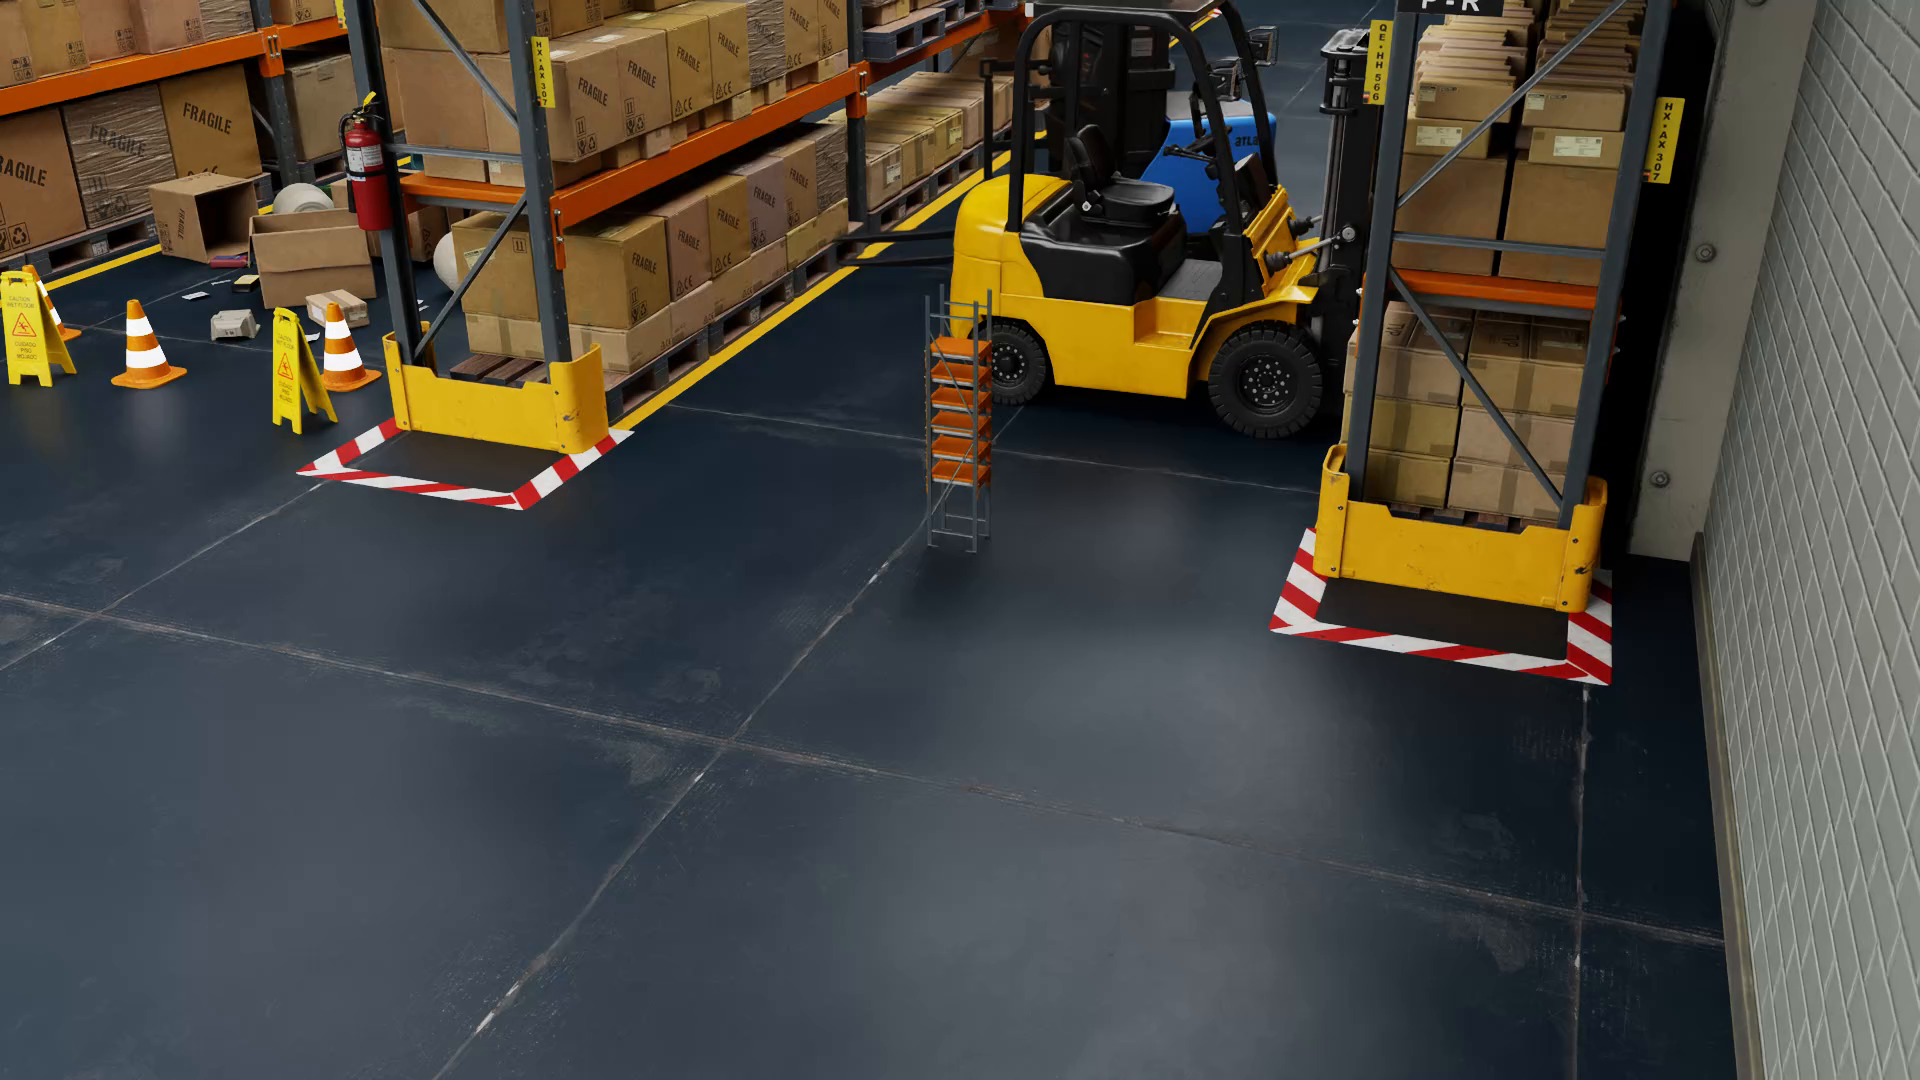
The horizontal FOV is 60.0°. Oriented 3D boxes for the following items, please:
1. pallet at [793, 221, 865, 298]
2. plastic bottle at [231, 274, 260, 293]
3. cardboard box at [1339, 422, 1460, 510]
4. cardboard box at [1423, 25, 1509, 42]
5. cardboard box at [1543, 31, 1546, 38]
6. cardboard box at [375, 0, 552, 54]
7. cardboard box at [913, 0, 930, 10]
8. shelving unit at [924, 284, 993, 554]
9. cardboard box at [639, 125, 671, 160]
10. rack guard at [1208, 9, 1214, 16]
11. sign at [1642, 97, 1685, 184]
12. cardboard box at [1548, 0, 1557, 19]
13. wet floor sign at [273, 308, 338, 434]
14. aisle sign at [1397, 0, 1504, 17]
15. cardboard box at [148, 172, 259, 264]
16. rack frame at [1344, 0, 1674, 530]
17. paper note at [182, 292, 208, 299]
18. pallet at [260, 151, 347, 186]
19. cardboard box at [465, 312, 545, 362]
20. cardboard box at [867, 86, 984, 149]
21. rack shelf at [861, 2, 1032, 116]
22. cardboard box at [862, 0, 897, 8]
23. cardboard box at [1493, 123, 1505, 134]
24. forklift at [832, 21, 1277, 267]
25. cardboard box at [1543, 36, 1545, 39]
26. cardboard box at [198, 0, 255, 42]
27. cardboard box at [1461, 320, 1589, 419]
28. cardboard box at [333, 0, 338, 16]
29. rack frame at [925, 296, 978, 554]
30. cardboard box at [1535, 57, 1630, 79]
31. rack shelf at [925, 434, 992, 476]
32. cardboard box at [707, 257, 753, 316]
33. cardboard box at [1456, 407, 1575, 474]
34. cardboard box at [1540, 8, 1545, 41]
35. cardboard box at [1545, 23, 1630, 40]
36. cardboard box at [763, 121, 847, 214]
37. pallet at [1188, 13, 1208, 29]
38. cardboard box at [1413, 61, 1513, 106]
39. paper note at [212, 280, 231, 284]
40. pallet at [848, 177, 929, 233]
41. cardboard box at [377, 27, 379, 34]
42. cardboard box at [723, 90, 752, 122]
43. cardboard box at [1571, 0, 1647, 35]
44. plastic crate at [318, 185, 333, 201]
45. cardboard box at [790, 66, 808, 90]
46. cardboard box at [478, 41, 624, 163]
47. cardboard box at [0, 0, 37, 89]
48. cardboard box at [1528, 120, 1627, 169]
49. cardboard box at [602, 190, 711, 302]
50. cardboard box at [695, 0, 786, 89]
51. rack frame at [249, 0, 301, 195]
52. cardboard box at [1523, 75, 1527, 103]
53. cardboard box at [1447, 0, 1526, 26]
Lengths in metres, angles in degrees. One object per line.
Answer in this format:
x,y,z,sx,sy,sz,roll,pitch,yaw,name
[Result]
-1.356,-2.021,11.682,1.003,0.211,1.213,9,27,17,pallet
-4.833,-1.751,11.296,0.133,0.061,0.283,0,26,-1,plastic bottle
2.043,-0.385,7.777,0.500,0.250,0.500,9,27,18,cardboard box
2.435,-2.383,8.029,0.380,0.149,0.250,9,27,18,cardboard box
3.621,-2.660,9.687,0.500,0.500,0.500,9,27,17,cardboard box
-2.533,-2.784,8.454,0.700,0.500,0.500,8,27,16,cardboard box
-0.446,-4.143,12.671,0.380,0.149,0.250,9,27,18,cardboard box
-0.005,-0.534,7.476,0.258,1.200,0.189,9,27,17,shelving unit
-1.826,-2.211,9.162,0.380,0.149,0.250,9,27,18,cardboard box
2.835,-7.373,22.405,1.175,0.500,0.348,9,27,17,rack guard
2.706,-1.537,6.399,0.100,0.325,0.005,9,27,17,sign
3.835,-3.289,10.242,0.380,0.149,0.250,8,27,16,cardboard box
-3.570,-0.931,8.932,0.267,0.644,0.232,20,32,35,wet floor sign
1.886,-2.381,6.242,0.394,0.787,0.004,9,27,17,aisle sign
-5.417,-2.323,11.971,0.500,0.500,0.500,14,29,26,cardboard box
2.185,-1.195,6.776,1.000,3.000,0.127,9,27,17,rack frame
-5.090,-1.634,11.091,0.144,0.017,0.142,20,32,35,paper note
-5.682,-3.306,14.337,1.003,0.211,1.213,9,27,17,pallet
-2.474,-1.246,9.555,0.500,0.250,0.500,9,27,17,cardboard box
-0.270,-3.672,14.426,0.950,0.372,0.625,8,27,16,cardboard box
-0.501,-4.055,13.509,1.077,0.370,4.000,9,27,17,rack shelf
-0.740,-4.076,11.789,0.500,0.500,0.500,9,27,19,cardboard box
2.237,-1.922,7.419,0.380,0.149,0.250,9,27,18,cardboard box
0.582,-3.250,11.099,3.031,2.935,1.130,-7,27,-13,forklift
3.284,-2.590,8.799,0.380,0.149,0.250,10,27,19,cardboard box
-5.979,-4.148,12.702,0.875,0.550,0.550,9,27,17,cardboard box
2.523,-0.767,7.417,0.500,0.250,0.500,8,27,17,cardboard box
-5.272,-4.663,13.824,0.500,0.500,0.500,9,27,18,cardboard box
-0.035,-0.496,7.399,0.240,1.200,0.006,9,27,17,rack frame
2.691,-1.986,7.210,0.380,0.149,0.250,9,27,18,cardboard box
-0.005,-0.386,7.548,0.258,0.103,0.180,9,27,17,rack shelf
-1.621,-1.591,10.267,0.500,0.250,0.500,11,28,21,cardboard box
2.537,-0.535,7.512,0.500,0.250,0.500,9,27,18,cardboard box
3.603,-3.448,11.027,0.500,0.250,0.500,8,27,16,cardboard box
3.040,-2.404,8.074,0.380,0.149,0.250,9,27,18,cardboard box
-1.110,-2.564,11.417,0.500,0.500,0.500,8,27,17,cardboard box
2.635,-6.894,21.745,1.003,0.211,1.213,9,27,17,pallet
2.158,-1.950,7.134,0.380,0.149,0.250,9,27,18,cardboard box
-5.058,-1.766,11.385,0.123,0.001,0.032,-20,33,-36,paper note
-0.908,-2.622,12.924,1.003,0.211,1.213,9,27,17,pallet
-5.112,-4.457,15.612,1.050,0.750,0.750,9,27,18,cardboard box
-1.485,-2.638,10.045,0.380,0.149,0.250,9,27,18,cardboard box
3.472,-2.815,8.922,0.380,0.149,0.250,8,27,16,cardboard box
-4.690,-2.732,13.112,0.662,0.188,0.450,-20,23,-36,plastic crate
-1.223,-3.068,10.934,0.380,0.149,0.250,9,27,18,cardboard box
-2.078,-2.247,8.492,0.500,0.500,0.500,8,27,17,cardboard box
-6.651,-3.257,10.863,0.875,0.550,0.550,9,27,17,cardboard box
2.542,-1.634,6.823,0.380,0.149,0.250,8,27,16,cardboard box
-1.791,-1.719,9.671,0.500,0.500,0.500,8,27,16,cardboard box
-1.413,-3.091,10.236,0.500,0.500,0.500,10,27,19,cardboard box
-5.868,-4.233,13.052,1.000,3.000,0.127,9,27,17,rack frame
2.609,-2.111,8.553,0.500,0.500,0.500,9,27,18,cardboard box
2.808,-2.794,8.877,0.380,0.149,0.250,8,27,17,cardboard box
